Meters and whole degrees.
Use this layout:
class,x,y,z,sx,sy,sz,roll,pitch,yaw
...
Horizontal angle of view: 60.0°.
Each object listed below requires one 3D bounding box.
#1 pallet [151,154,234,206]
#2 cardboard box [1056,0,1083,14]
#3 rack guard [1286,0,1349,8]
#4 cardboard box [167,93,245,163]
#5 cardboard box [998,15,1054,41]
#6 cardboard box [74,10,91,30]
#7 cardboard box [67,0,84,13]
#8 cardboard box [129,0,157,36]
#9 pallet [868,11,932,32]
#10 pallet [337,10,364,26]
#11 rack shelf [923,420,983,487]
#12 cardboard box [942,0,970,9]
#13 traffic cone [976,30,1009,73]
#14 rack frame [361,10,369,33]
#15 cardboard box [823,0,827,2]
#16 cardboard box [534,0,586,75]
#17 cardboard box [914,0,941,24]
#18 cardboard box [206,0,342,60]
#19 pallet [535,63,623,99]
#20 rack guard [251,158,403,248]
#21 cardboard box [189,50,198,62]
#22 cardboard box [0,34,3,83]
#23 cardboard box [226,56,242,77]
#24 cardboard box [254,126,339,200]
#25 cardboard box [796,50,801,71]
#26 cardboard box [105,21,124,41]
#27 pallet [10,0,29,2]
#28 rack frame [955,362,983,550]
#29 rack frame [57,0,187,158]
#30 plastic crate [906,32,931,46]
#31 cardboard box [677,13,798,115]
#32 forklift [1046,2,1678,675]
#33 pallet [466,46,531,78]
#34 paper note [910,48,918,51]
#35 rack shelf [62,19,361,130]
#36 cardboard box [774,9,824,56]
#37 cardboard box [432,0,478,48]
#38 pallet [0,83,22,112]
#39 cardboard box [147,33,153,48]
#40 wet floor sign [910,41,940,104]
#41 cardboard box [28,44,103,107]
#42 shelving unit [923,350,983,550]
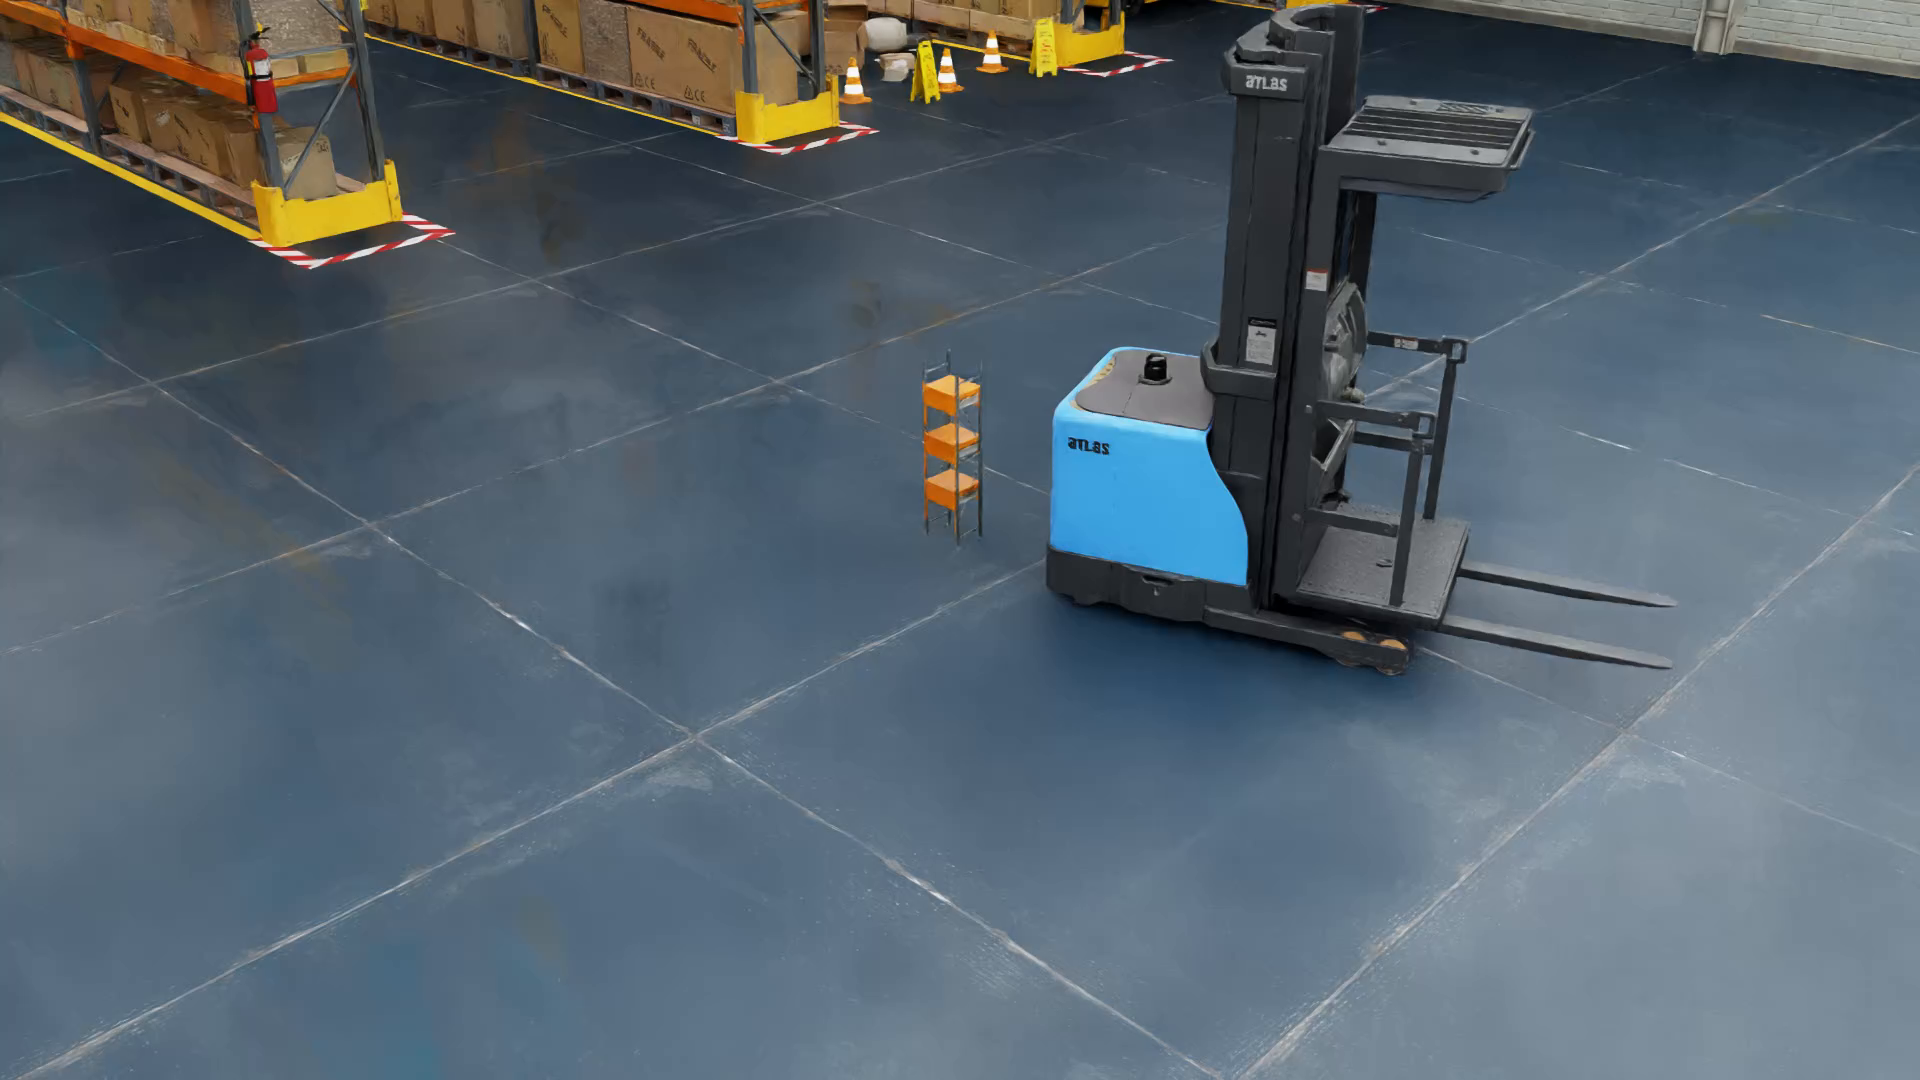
class,x,y,z,sx,sy,sz,roll,pitch,yaw
pallet,-6.822,-3.451,15.586,1.213,0.211,1.003,25,36,38
cardboard box,1.202,-6.937,20.918,0.500,0.500,0.500,23,36,37
rack guard,5.095,-7.808,23.563,0.348,0.500,1.175,25,36,38
cardboard box,-7.031,-3.865,15.613,0.500,0.500,0.500,21,34,34
cardboard box,0.818,-6.425,20.750,0.500,0.250,0.500,24,36,38
cardboard box,-8.088,-4.923,15.660,0.250,0.149,0.380,25,36,38
cardboard box,-7.922,-5.299,15.678,0.500,0.500,0.875,25,36,38
cardboard box,-6.835,-4.818,14.762,0.500,0.500,0.875,25,36,38
pallet,-0.748,-7.138,22.597,1.213,0.211,1.003,25,36,38
pallet,-8.059,-7.230,22.773,1.213,0.211,1.003,25,36,38
rack shelf,-0.038,-0.473,9.044,0.240,0.259,0.215,25,36,38
cardboard box,0.117,-7.086,21.200,0.500,0.500,0.500,24,36,37
traffic cone,0.389,-5.863,19.904,0.334,0.463,0.336,25,36,38
rack frame,-7.502,-8.209,21.638,0.127,3.000,1.000,25,36,38
cardboard box,-1.628,-7.772,23.181,0.950,0.372,0.625,-25,37,-39
cardboard box,-4.251,-5.921,19.118,0.875,0.875,0.875,-25,36,-38
cardboard box,-0.252,-6.923,21.697,0.500,0.250,0.500,24,36,38
cardboard box,-5.720,-4.350,13.872,0.500,0.500,0.875,25,36,38
pallet,-4.163,-5.395,19.284,1.213,0.211,1.003,25,36,38
rack guard,-5.402,-2.904,14.235,0.348,0.500,1.175,25,36,38
cardboard box,-6.404,-4.227,14.336,0.250,0.149,0.380,25,36,38
cardboard box,-10.560,-5.472,18.647,0.500,0.500,0.700,22,35,36
cardboard box,-5.873,-3.980,13.867,0.250,0.149,0.380,25,36,38
cardboard box,-5.781,-3.274,14.488,0.500,0.500,0.500,-18,33,-30
cardboard box,-2.133,-5.744,19.888,0.396,0.266,0.258,-18,33,-31
cardboard box,-7.556,-4.677,15.192,0.250,0.149,0.380,25,36,38
pallet,-9.612,-5.878,17.413,1.213,0.211,1.003,25,36,38
rack frame,0.049,-0.442,8.963,0.008,1.050,0.200,25,36,38
rack frame,-8.200,-5.290,16.088,0.127,3.000,1.000,25,36,38
plastic crate,-0.707,-6.503,21.531,0.583,0.080,0.402,12,30,22
cardboard box,-2.328,-5.043,17.450,0.875,0.875,0.875,25,37,39
forklift,2.014,-0.929,7.868,3.031,2.935,1.130,11,30,20
pallet,-5.253,-5.896,20.236,1.213,0.211,1.003,25,36,38
paper note,-0.557,-6.207,21.021,0.148,0.019,0.142,12,30,22
rack shelf,-6.773,-4.319,15.015,4.000,0.370,1.077,25,36,38
cardboard box,-2.100,-6.265,20.477,0.503,0.637,0.797,25,36,38
cardboard box,-5.841,-6.582,20.511,0.750,0.750,1.050,25,36,38
pallet,-10.496,-5.106,18.734,1.213,0.211,1.003,25,36,38
cardboard box,-6.968,-4.458,14.775,0.250,0.149,0.380,25,36,38
wet floor sign,-0.389,-5.204,18.454,0.232,0.644,0.267,18,33,30
cardboard box,-9.348,-4.931,17.617,0.500,0.500,0.700,21,34,34
shelving unit,-0.038,-0.482,9.039,0.252,1.050,0.215,25,36,38
